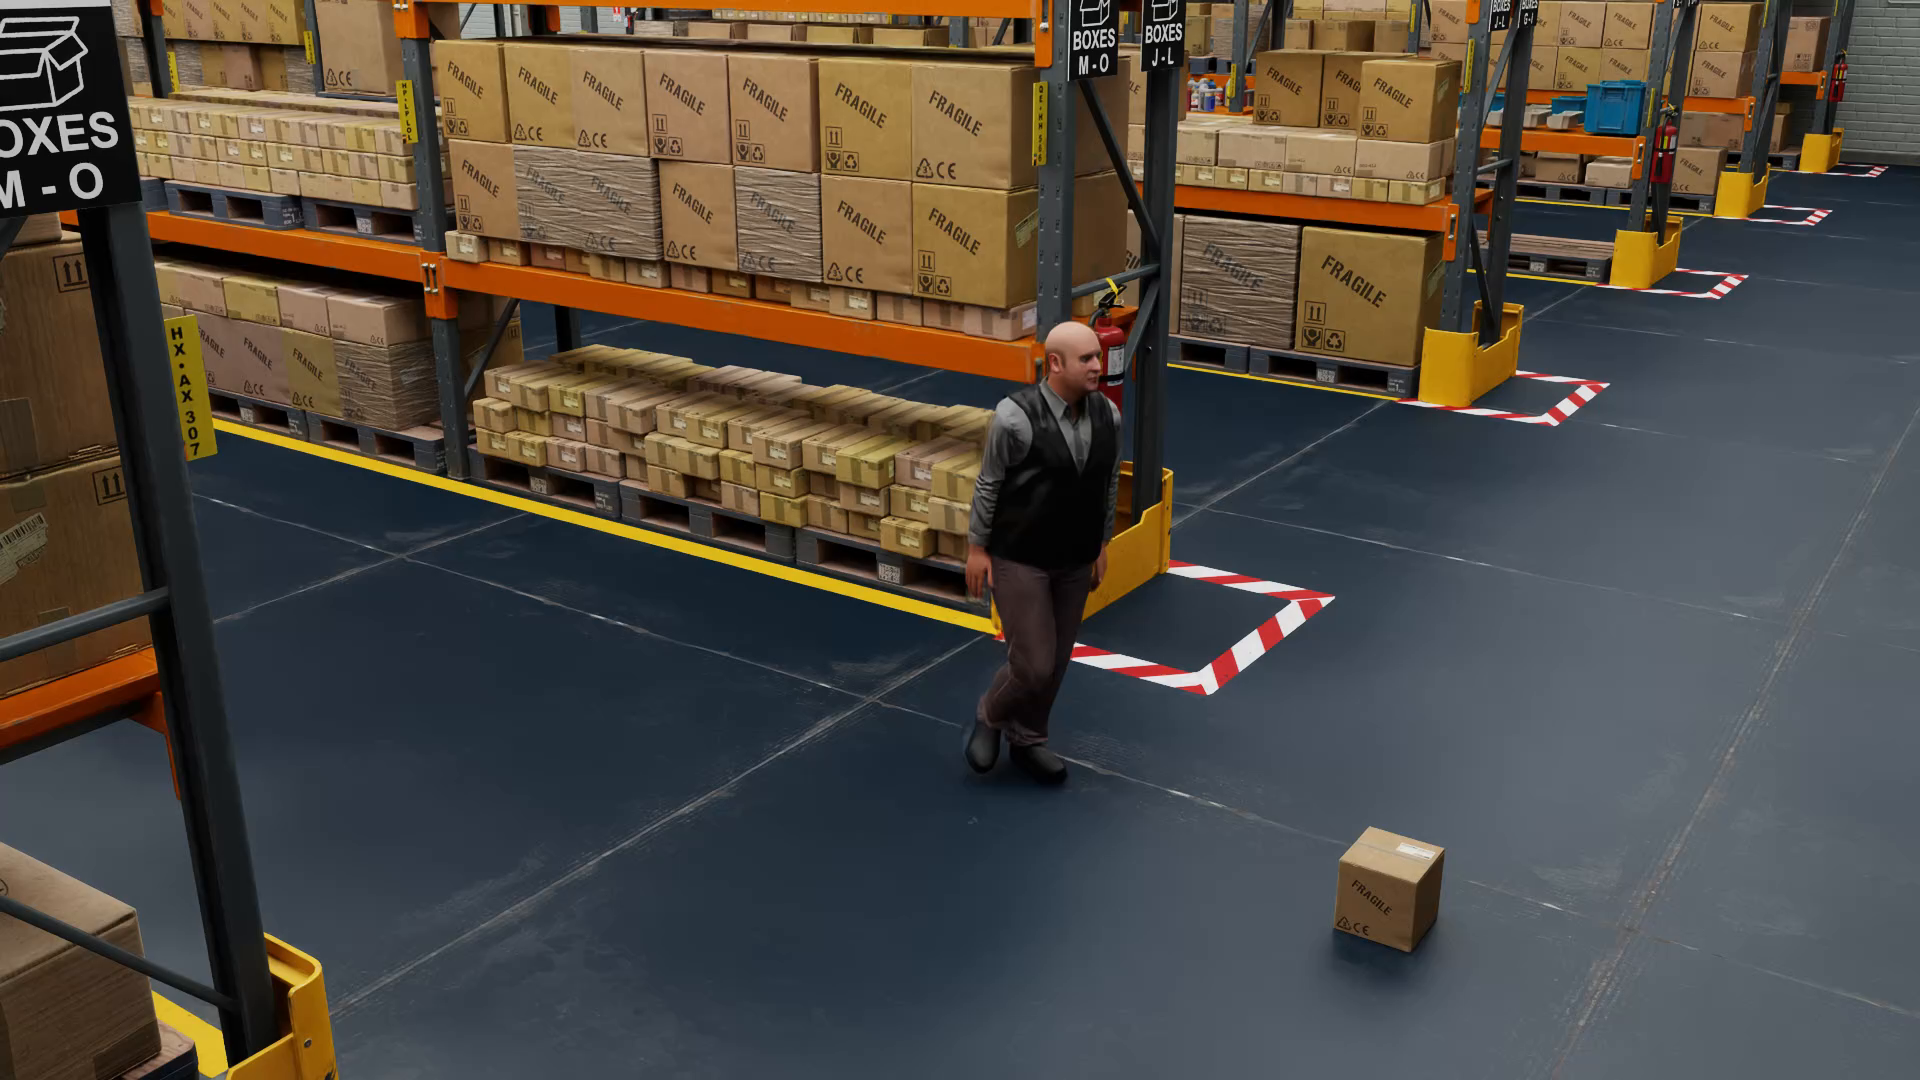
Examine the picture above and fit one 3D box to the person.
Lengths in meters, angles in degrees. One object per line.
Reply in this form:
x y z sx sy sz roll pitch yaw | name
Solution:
0.309 0.059 5.903 0.568 1.711 0.469 -12 23 -30 | person
